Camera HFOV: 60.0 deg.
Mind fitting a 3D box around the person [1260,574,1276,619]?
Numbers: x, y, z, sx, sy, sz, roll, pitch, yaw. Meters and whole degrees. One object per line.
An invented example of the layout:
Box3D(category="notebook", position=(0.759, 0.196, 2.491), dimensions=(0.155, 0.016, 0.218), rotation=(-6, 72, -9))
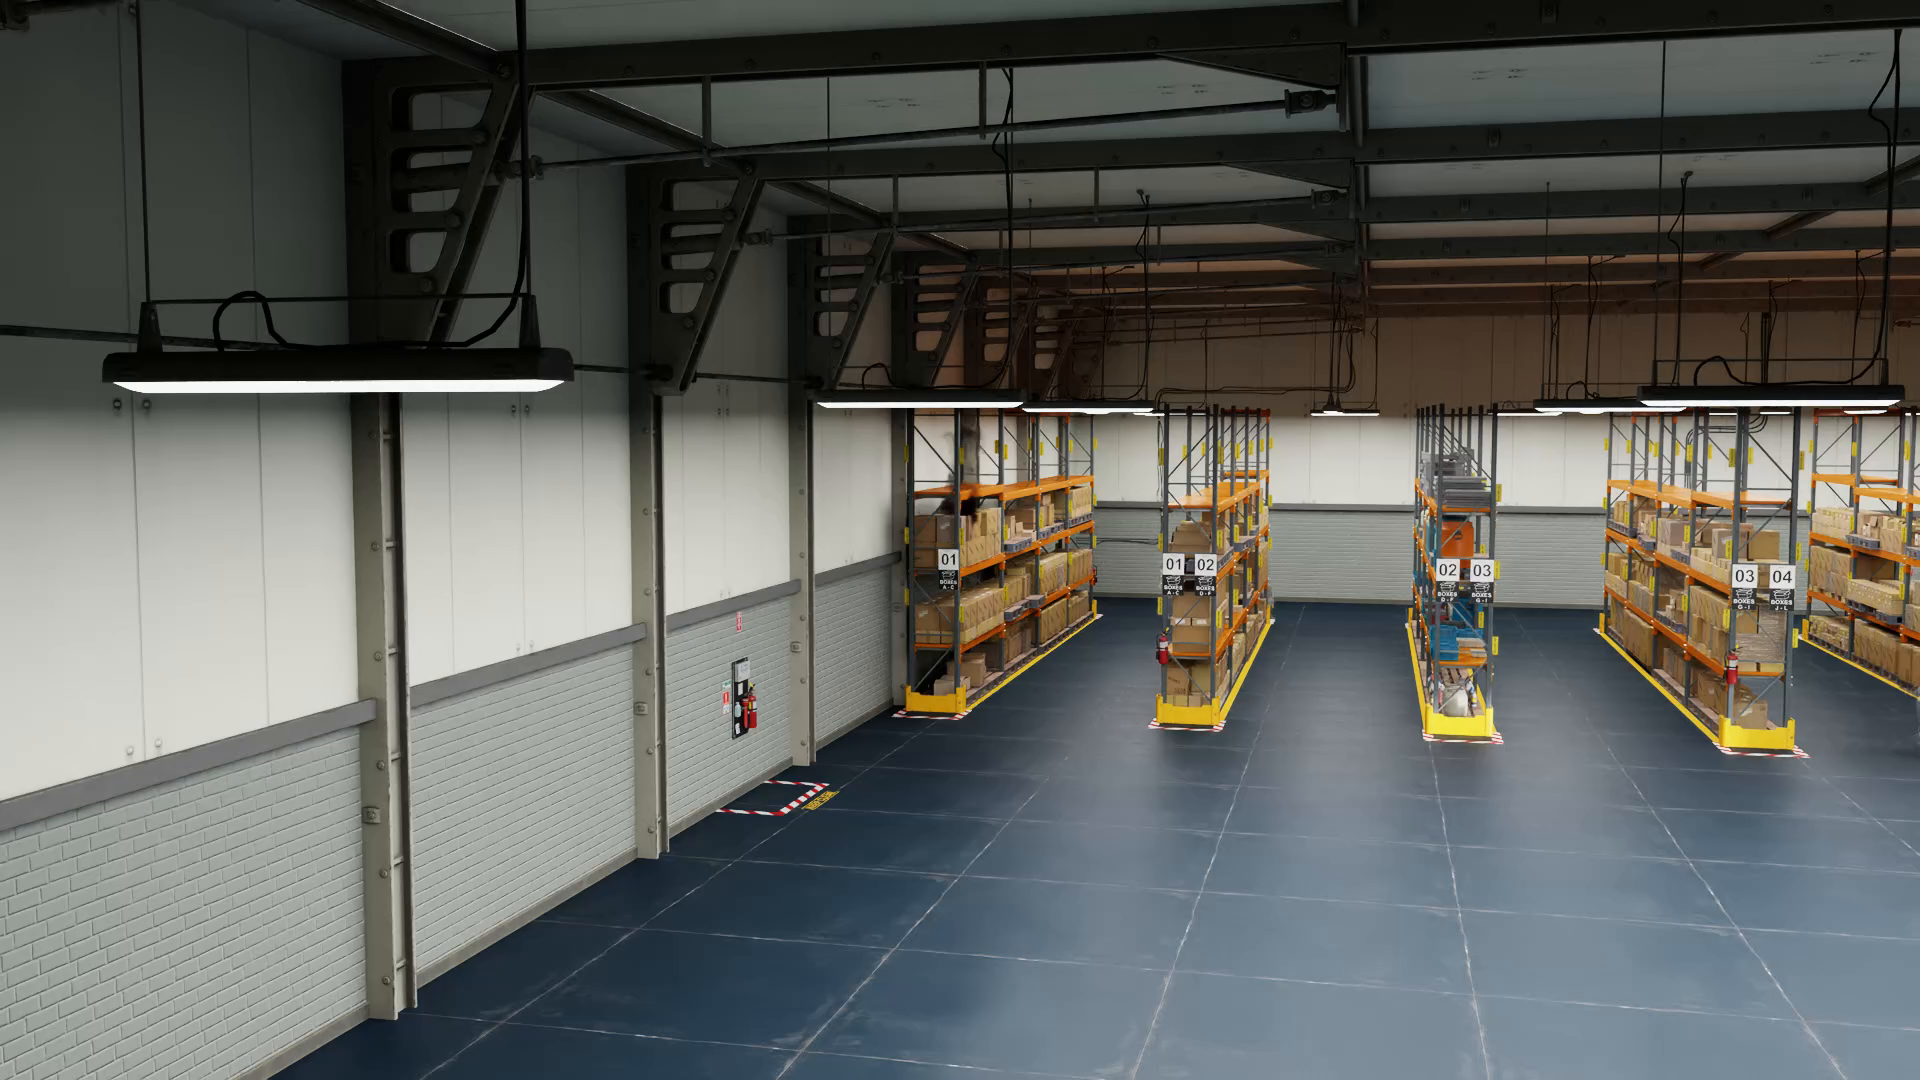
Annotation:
Box3D(category="person", position=(8.720, 1.445, 47.639), dimensions=(0.630, 1.671, 0.631), rotation=(2, 4, 22))

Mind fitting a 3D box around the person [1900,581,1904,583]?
Box3D(category="person", position=(24.663, 1.636, 43.945), dimensions=(0.761, 1.726, 0.703), rotation=(1, 4, 13))
